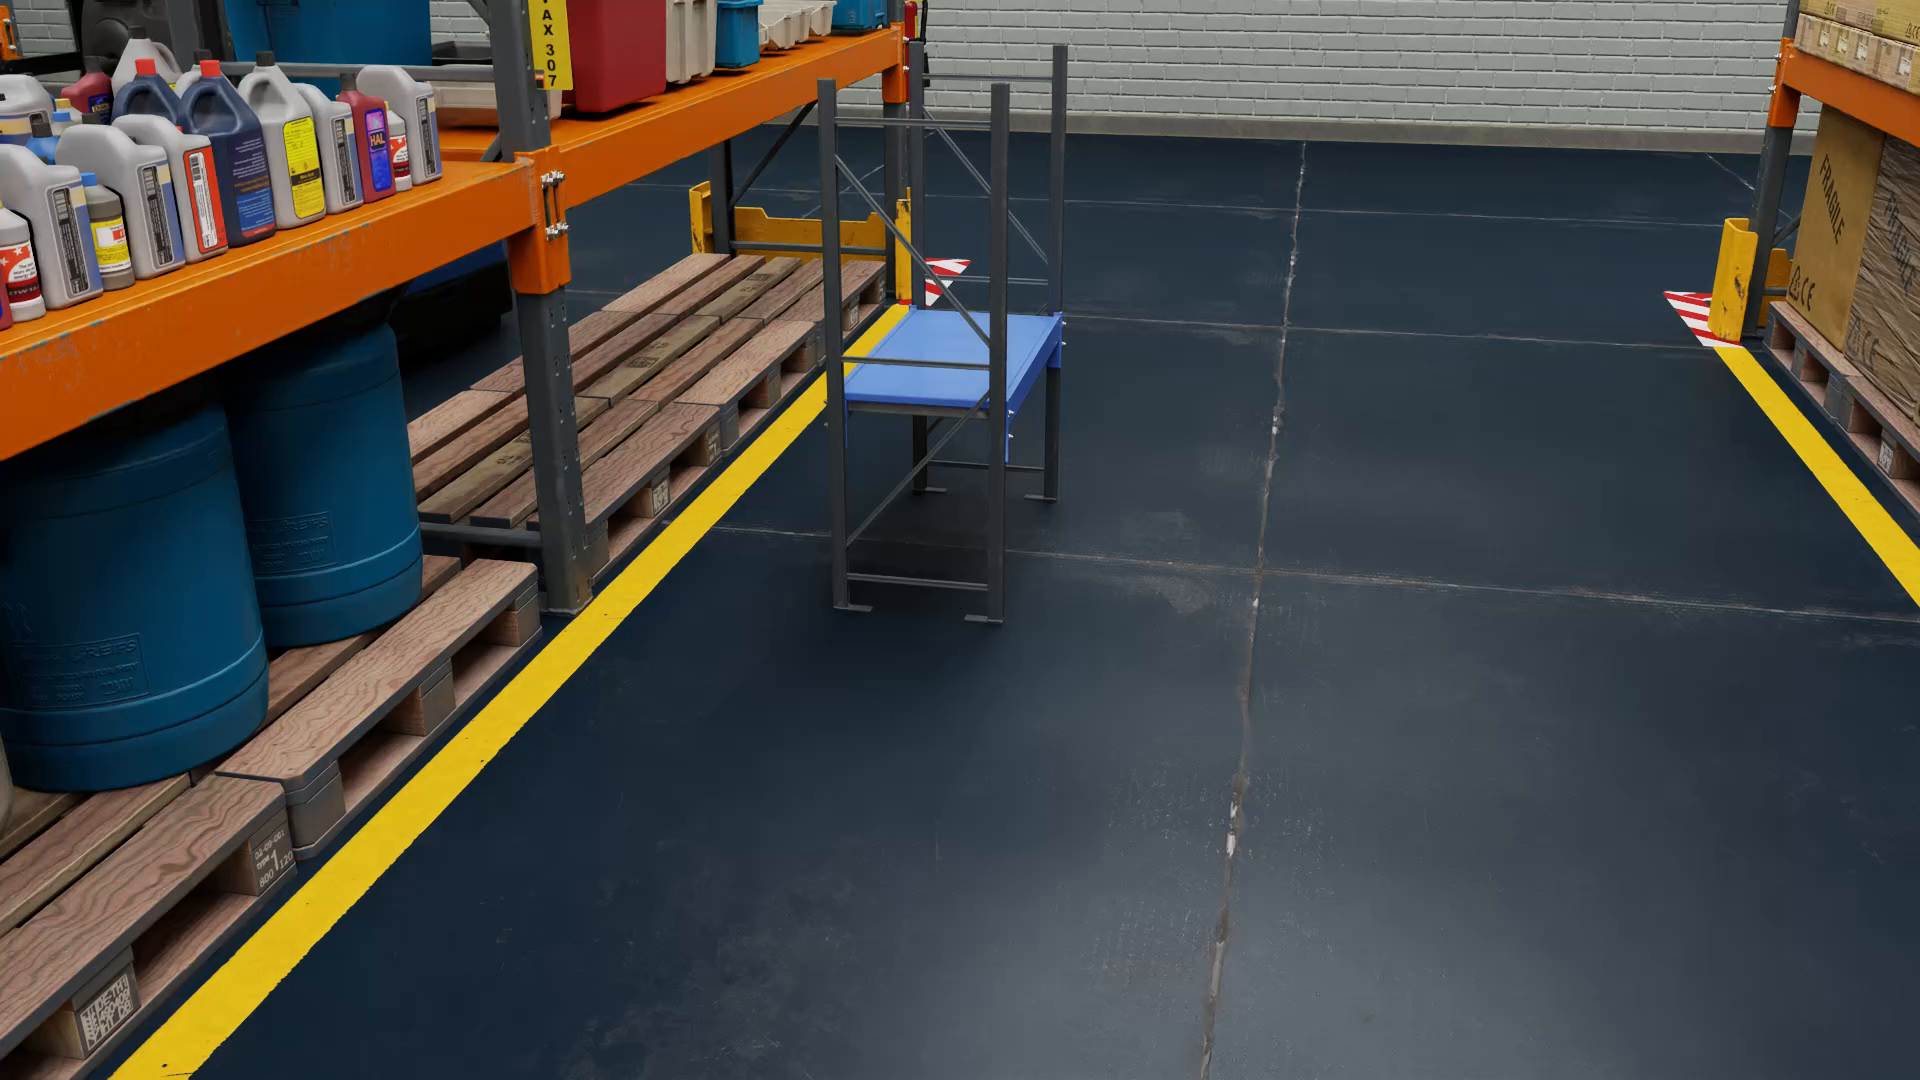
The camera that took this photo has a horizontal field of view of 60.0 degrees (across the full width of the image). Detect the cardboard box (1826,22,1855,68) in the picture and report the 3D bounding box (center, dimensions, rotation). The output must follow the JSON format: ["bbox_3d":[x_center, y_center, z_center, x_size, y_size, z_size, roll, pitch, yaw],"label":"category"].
[{"bbox_3d":[3.584,-1.903,6.400,0.380,0.149,0.250,4,22,10],"label":"cardboard box"}]

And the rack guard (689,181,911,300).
[{"bbox_3d":[-0.775,-1.540,8.507,1.175,0.500,0.348,4,22,11],"label":"rack guard"}]

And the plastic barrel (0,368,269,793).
[{"bbox_3d":[-1.855,0.009,3.564,0.600,0.901,0.708,4,22,11],"label":"plastic barrel"}]

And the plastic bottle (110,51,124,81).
[{"bbox_3d":[-2.076,-1.071,4.153,0.061,0.283,0.133,4,22,11],"label":"plastic bottle"}]

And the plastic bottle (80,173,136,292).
[{"bbox_3d":[-1.549,-0.554,2.980,0.097,0.201,0.097,0,22,0],"label":"plastic bottle"}]

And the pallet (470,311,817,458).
[{"bbox_3d":[-1.224,-0.652,6.691,1.003,0.211,1.213,4,22,11],"label":"pallet"}]

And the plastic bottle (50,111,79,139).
[{"bbox_3d":[-1.999,-0.858,3.734,0.097,0.201,0.097,0,22,0],"label":"plastic bottle"}]

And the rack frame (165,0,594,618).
[{"bbox_3d":[-1.583,-1.227,4.384,1.000,3.000,0.127,4,22,11],"label":"rack frame"}]

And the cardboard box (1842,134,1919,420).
[{"bbox_3d":[3.844,-0.948,5.975,0.875,0.875,0.875,4,22,11],"label":"cardboard box"}]

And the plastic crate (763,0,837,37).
[{"bbox_3d":[-0.756,-2.283,7.279,0.396,0.136,0.243,4,22,11],"label":"plastic crate"}]

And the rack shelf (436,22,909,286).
[{"bbox_3d":[-1.175,-1.624,6.334,1.077,0.370,4.000,4,22,11],"label":"rack shelf"}]

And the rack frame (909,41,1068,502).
[{"bbox_3d":[0.086,-0.850,5.458,0.500,1.500,0.032,4,22,11],"label":"rack frame"}]

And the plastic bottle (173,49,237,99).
[{"bbox_3d":[-1.591,-0.854,3.524,0.144,0.351,0.185,4,22,11],"label":"plastic bottle"}]

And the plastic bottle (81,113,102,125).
[{"bbox_3d":[-1.650,-0.683,3.206,0.097,0.271,0.097,0,22,0],"label":"plastic bottle"}]

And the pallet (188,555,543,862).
[{"bbox_3d":[-1.781,0.346,4.212,1.003,0.211,1.213,4,22,11],"label":"pallet"}]

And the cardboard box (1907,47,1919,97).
[{"bbox_3d":[3.374,-1.528,5.469,0.380,0.149,0.250,4,22,10],"label":"cardboard box"}]

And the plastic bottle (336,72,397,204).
[{"bbox_3d":[-1.350,-0.916,3.768,0.061,0.283,0.133,4,22,11],"label":"plastic bottle"}]

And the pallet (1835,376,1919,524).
[{"bbox_3d":[3.744,-0.275,5.754,1.003,0.211,1.213,4,22,11],"label":"pallet"}]

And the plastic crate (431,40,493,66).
[{"bbox_3d":[-1.618,-1.557,5.491,0.437,0.125,0.590,4,22,11],"label":"plastic crate"}]

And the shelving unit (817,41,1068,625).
[{"bbox_3d":[-0.017,-0.665,4.996,0.538,1.500,1.048,4,22,11],"label":"shelving unit"}]

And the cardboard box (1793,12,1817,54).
[{"bbox_3d":[3.686,-2.091,6.866,0.380,0.149,0.250,5,22,12],"label":"cardboard box"}]

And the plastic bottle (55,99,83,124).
[{"bbox_3d":[-2.108,-0.940,3.939,0.097,0.201,0.097,0,22,0],"label":"plastic bottle"}]

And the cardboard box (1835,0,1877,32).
[{"bbox_3d":[3.620,-2.035,6.193,0.500,0.250,0.500,4,22,10],"label":"cardboard box"}]

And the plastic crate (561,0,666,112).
[{"bbox_3d":[-1.155,-1.591,5.124,0.402,0.464,0.583,4,22,11],"label":"plastic crate"}]

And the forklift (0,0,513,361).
[{"bbox_3d":[-3.069,-1.934,6.232,1.130,2.935,3.031,7,23,17],"label":"forklift"}]

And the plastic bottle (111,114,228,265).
[{"bbox_3d":[-1.525,-0.682,3.198,0.152,0.276,0.135,4,22,11],"label":"plastic bottle"}]

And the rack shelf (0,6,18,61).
[{"bbox_3d":[-6.023,-2.003,7.275,1.077,0.370,4.000,4,22,11],"label":"rack shelf"}]

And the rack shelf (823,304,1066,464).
[{"bbox_3d":[-0.017,-0.498,5.063,0.538,0.185,1.000,4,22,11],"label":"rack shelf"}]

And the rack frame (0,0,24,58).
[{"bbox_3d":[-5.615,-3.068,8.957,1.000,3.000,0.127,4,22,11],"label":"rack frame"}]

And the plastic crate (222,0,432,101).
[{"bbox_3d":[-1.822,-1.444,4.864,0.392,0.384,0.575,4,22,11],"label":"plastic crate"}]

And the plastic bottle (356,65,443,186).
[{"bbox_3d":[-1.347,-1.000,3.988,0.152,0.276,0.135,4,22,11],"label":"plastic bottle"}]

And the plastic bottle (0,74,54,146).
[{"bbox_3d":[-2.125,-0.895,3.727,0.152,0.276,0.135,4,22,11],"label":"plastic bottle"}]

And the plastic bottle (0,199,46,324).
[{"bbox_3d":[-1.596,-0.469,2.769,0.097,0.201,0.097,0,22,0],"label":"plastic bottle"}]

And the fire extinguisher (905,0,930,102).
[{"bbox_3d":[-0.291,-2.501,8.151,0.296,0.674,0.183,4,22,11],"label":"fire extinguisher"}]

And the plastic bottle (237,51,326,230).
[{"bbox_3d":[-1.450,-0.843,3.496,0.144,0.351,0.185,4,22,11],"label":"plastic bottle"}]

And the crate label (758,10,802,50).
[{"bbox_3d":[-0.862,-2.074,6.761,0.396,0.136,0.243,4,22,11],"label":"crate label"}]

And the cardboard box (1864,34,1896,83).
[{"bbox_3d":[3.479,-1.715,5.932,0.380,0.149,0.250,4,22,10],"label":"cardboard box"}]

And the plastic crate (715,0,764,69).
[{"bbox_3d":[-0.935,-1.869,6.123,0.416,0.233,0.300,4,22,11],"label":"plastic crate"}]
